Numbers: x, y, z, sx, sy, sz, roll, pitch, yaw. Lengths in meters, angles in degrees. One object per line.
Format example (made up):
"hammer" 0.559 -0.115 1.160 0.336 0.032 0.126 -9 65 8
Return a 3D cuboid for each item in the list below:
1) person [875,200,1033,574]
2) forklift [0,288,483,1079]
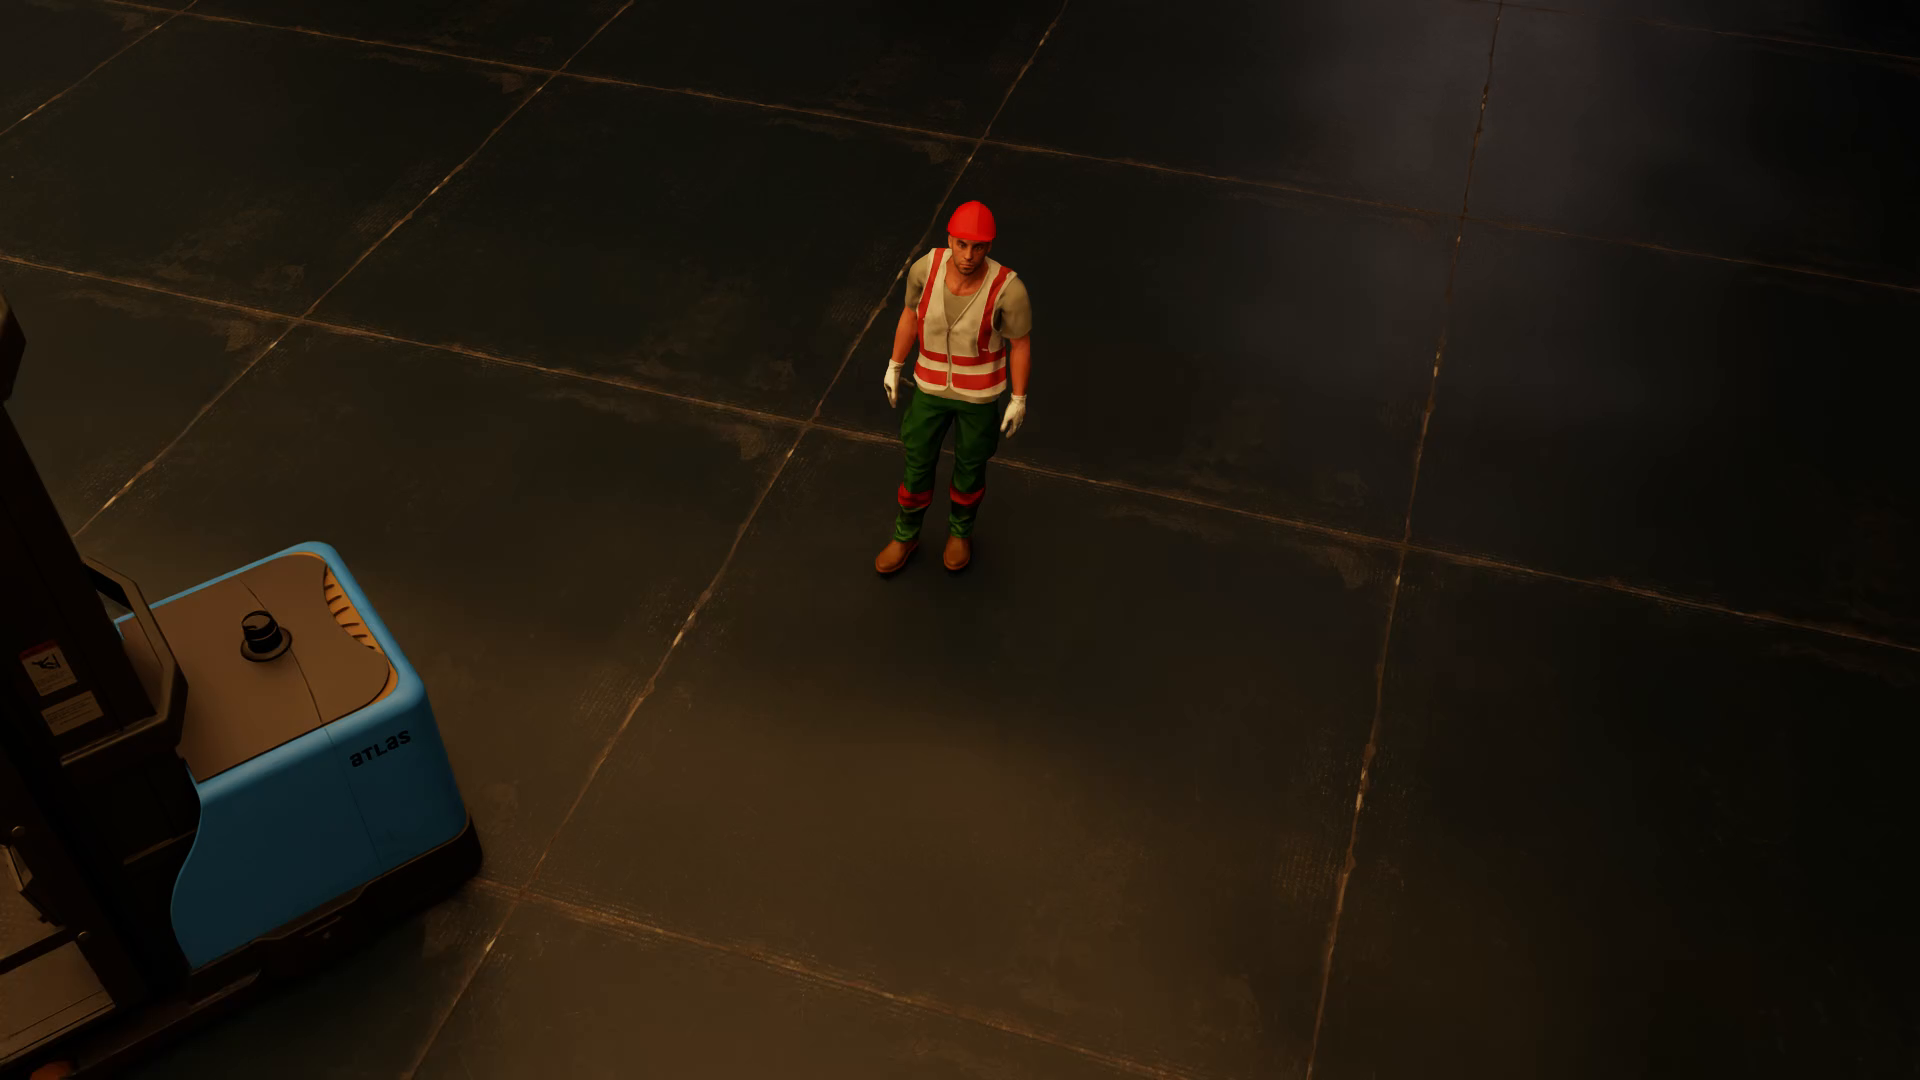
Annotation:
"person" -0.036 -0.611 7.173 0.637 1.790 0.562 12 44 13
"forklift" -3.332 0.549 5.099 3.031 2.935 1.130 -26 49 -26
